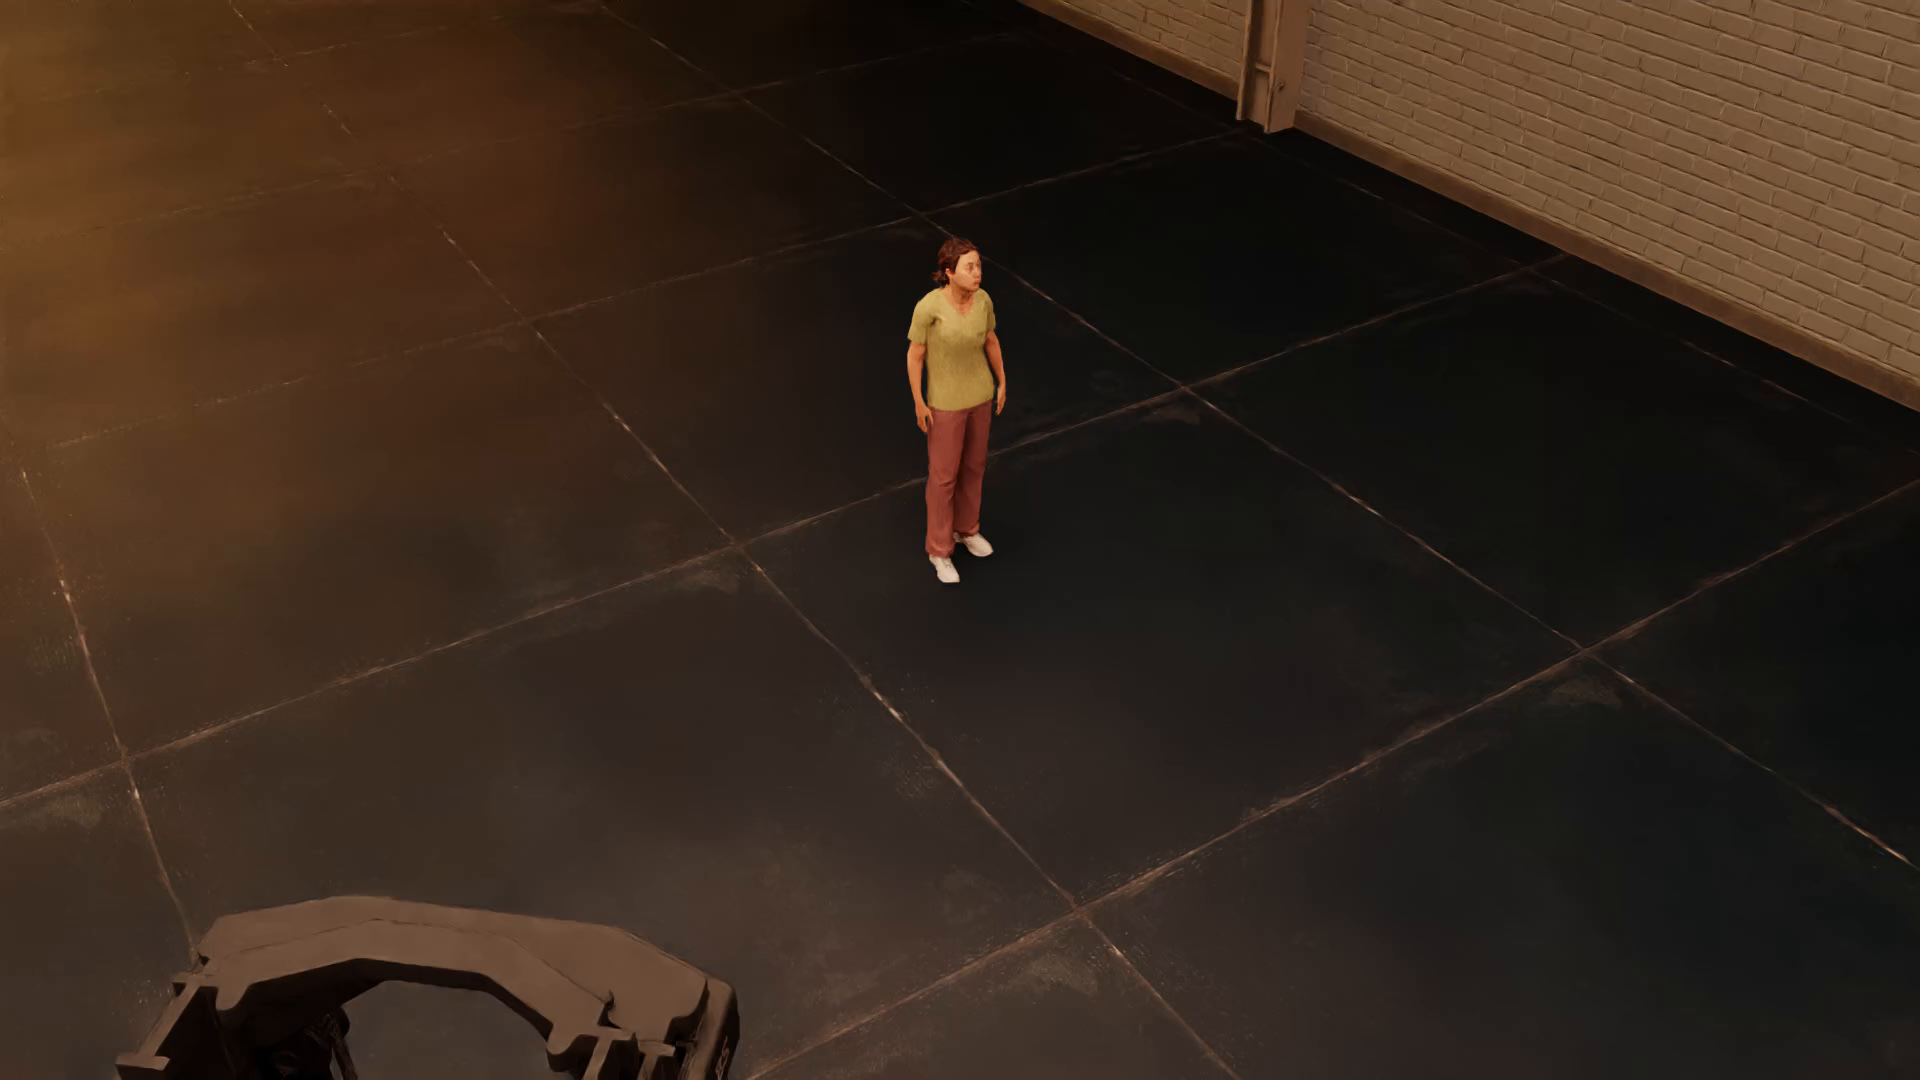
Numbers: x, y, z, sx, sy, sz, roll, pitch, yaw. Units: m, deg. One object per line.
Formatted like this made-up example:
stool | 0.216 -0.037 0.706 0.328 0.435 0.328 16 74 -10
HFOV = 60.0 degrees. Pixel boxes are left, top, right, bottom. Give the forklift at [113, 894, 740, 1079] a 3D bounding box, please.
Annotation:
forklift | -0.943 2.202 3.013 1.130 2.935 3.031 5 35 7

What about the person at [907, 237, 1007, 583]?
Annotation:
person | 0.037 -0.642 8.152 0.554 1.660 0.526 -21 40 -27
